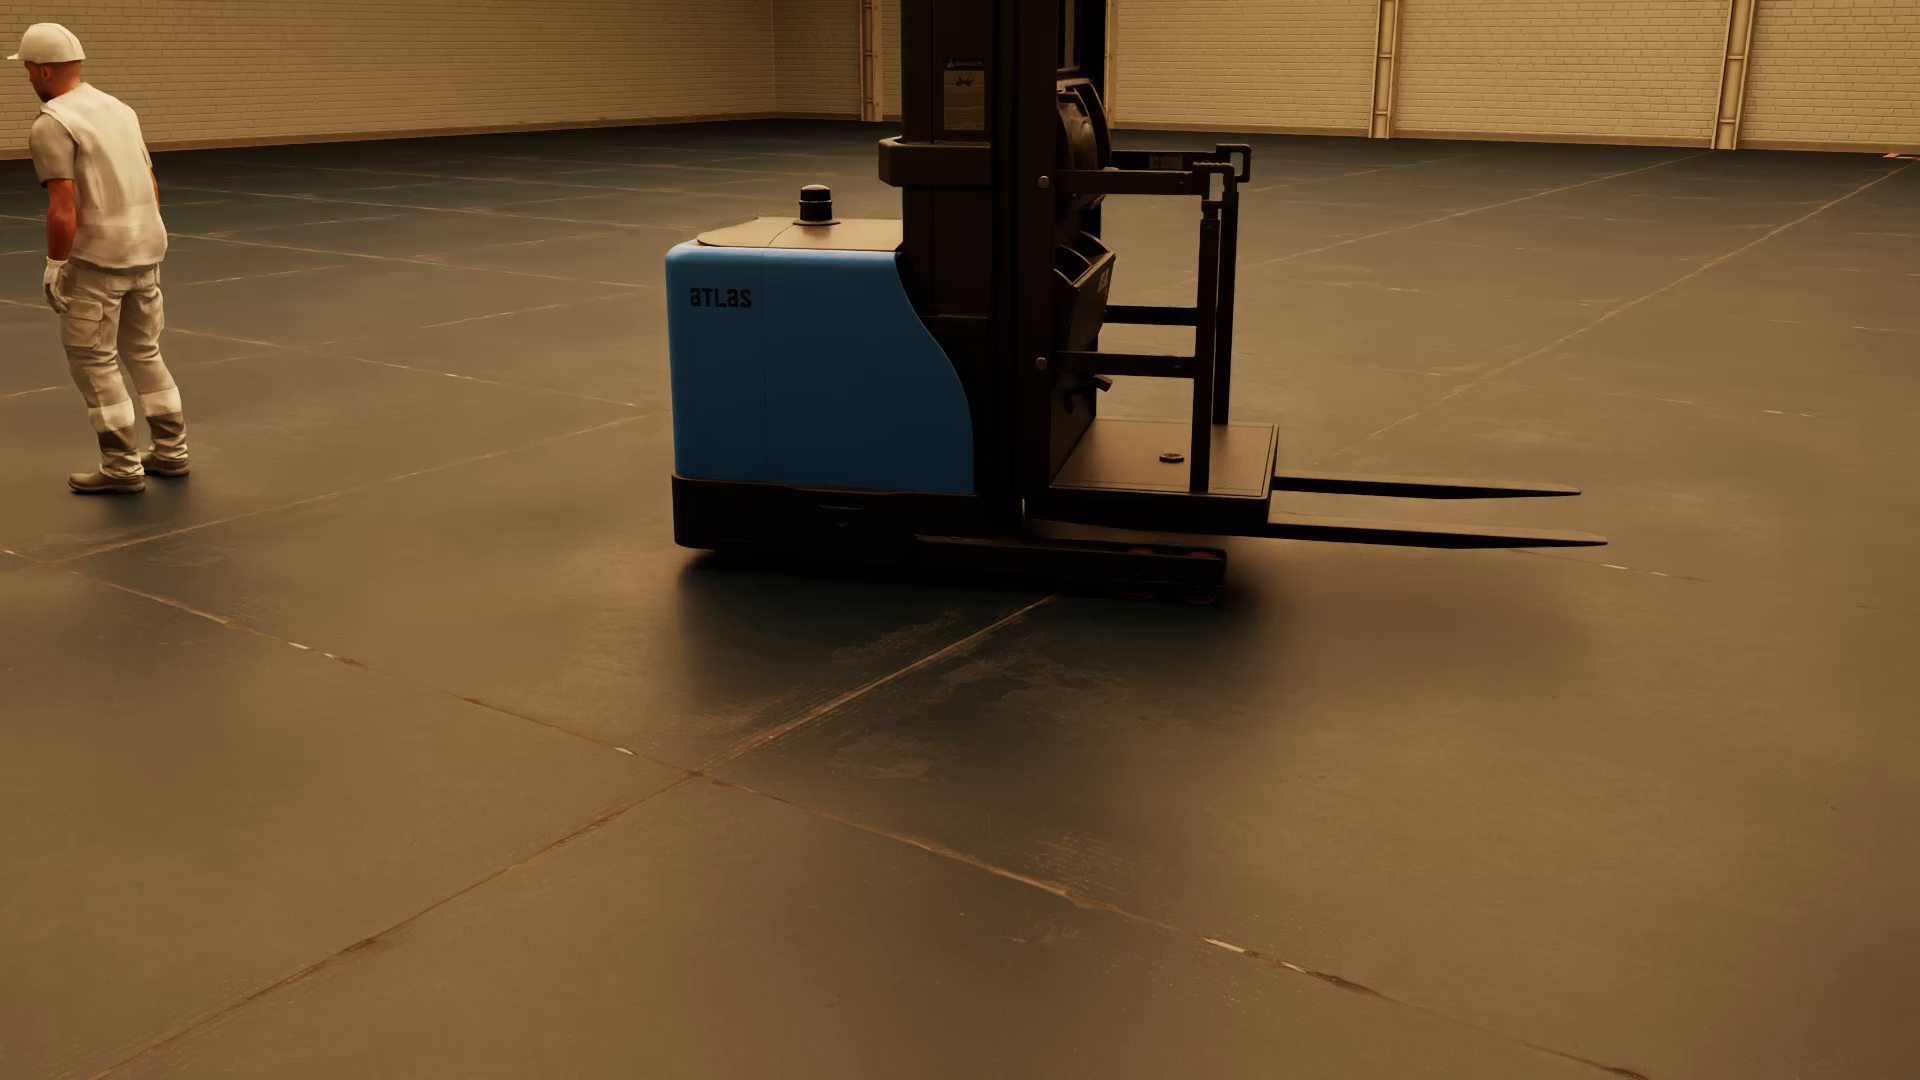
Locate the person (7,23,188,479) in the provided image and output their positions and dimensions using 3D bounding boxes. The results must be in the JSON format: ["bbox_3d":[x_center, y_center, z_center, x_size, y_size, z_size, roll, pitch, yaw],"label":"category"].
[{"bbox_3d":[-3.335,-1.106,6.449,0.453,1.719,0.609,4,17,12],"label":"person"}]

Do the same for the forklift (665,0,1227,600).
[{"bbox_3d":[0.595,-1.367,5.404,3.031,2.935,1.130,4,17,12],"label":"forklift"}]
